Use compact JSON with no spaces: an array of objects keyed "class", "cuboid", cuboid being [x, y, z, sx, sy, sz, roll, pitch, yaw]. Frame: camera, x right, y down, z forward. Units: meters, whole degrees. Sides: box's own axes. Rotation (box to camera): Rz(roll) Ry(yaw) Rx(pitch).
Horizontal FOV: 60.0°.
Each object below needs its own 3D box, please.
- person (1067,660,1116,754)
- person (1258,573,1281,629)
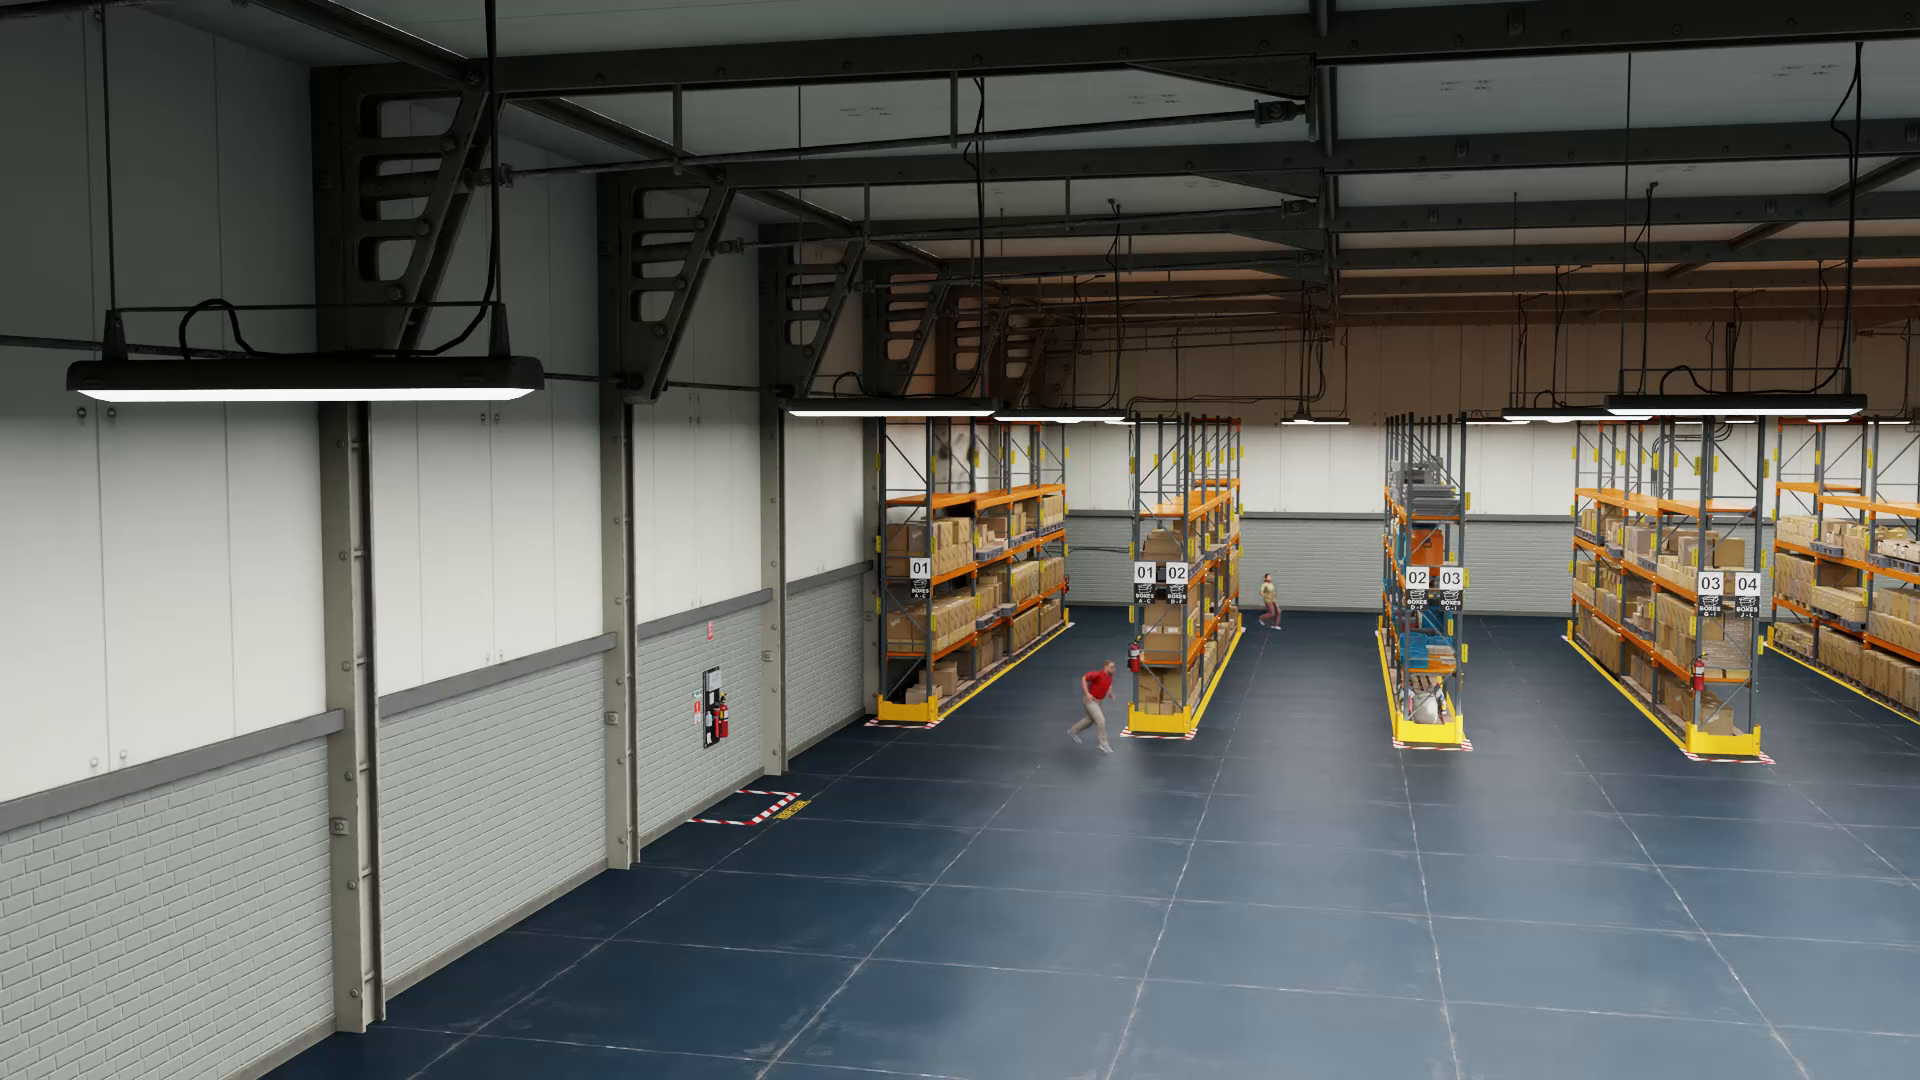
[{"class":"person","cuboid":[2.316,2.981,29.498,1.007,1.601,0.704,3,5,41]},{"class":"person","cuboid":[8.768,1.744,47.317,0.594,1.601,0.619,-4,5,-45]}]
